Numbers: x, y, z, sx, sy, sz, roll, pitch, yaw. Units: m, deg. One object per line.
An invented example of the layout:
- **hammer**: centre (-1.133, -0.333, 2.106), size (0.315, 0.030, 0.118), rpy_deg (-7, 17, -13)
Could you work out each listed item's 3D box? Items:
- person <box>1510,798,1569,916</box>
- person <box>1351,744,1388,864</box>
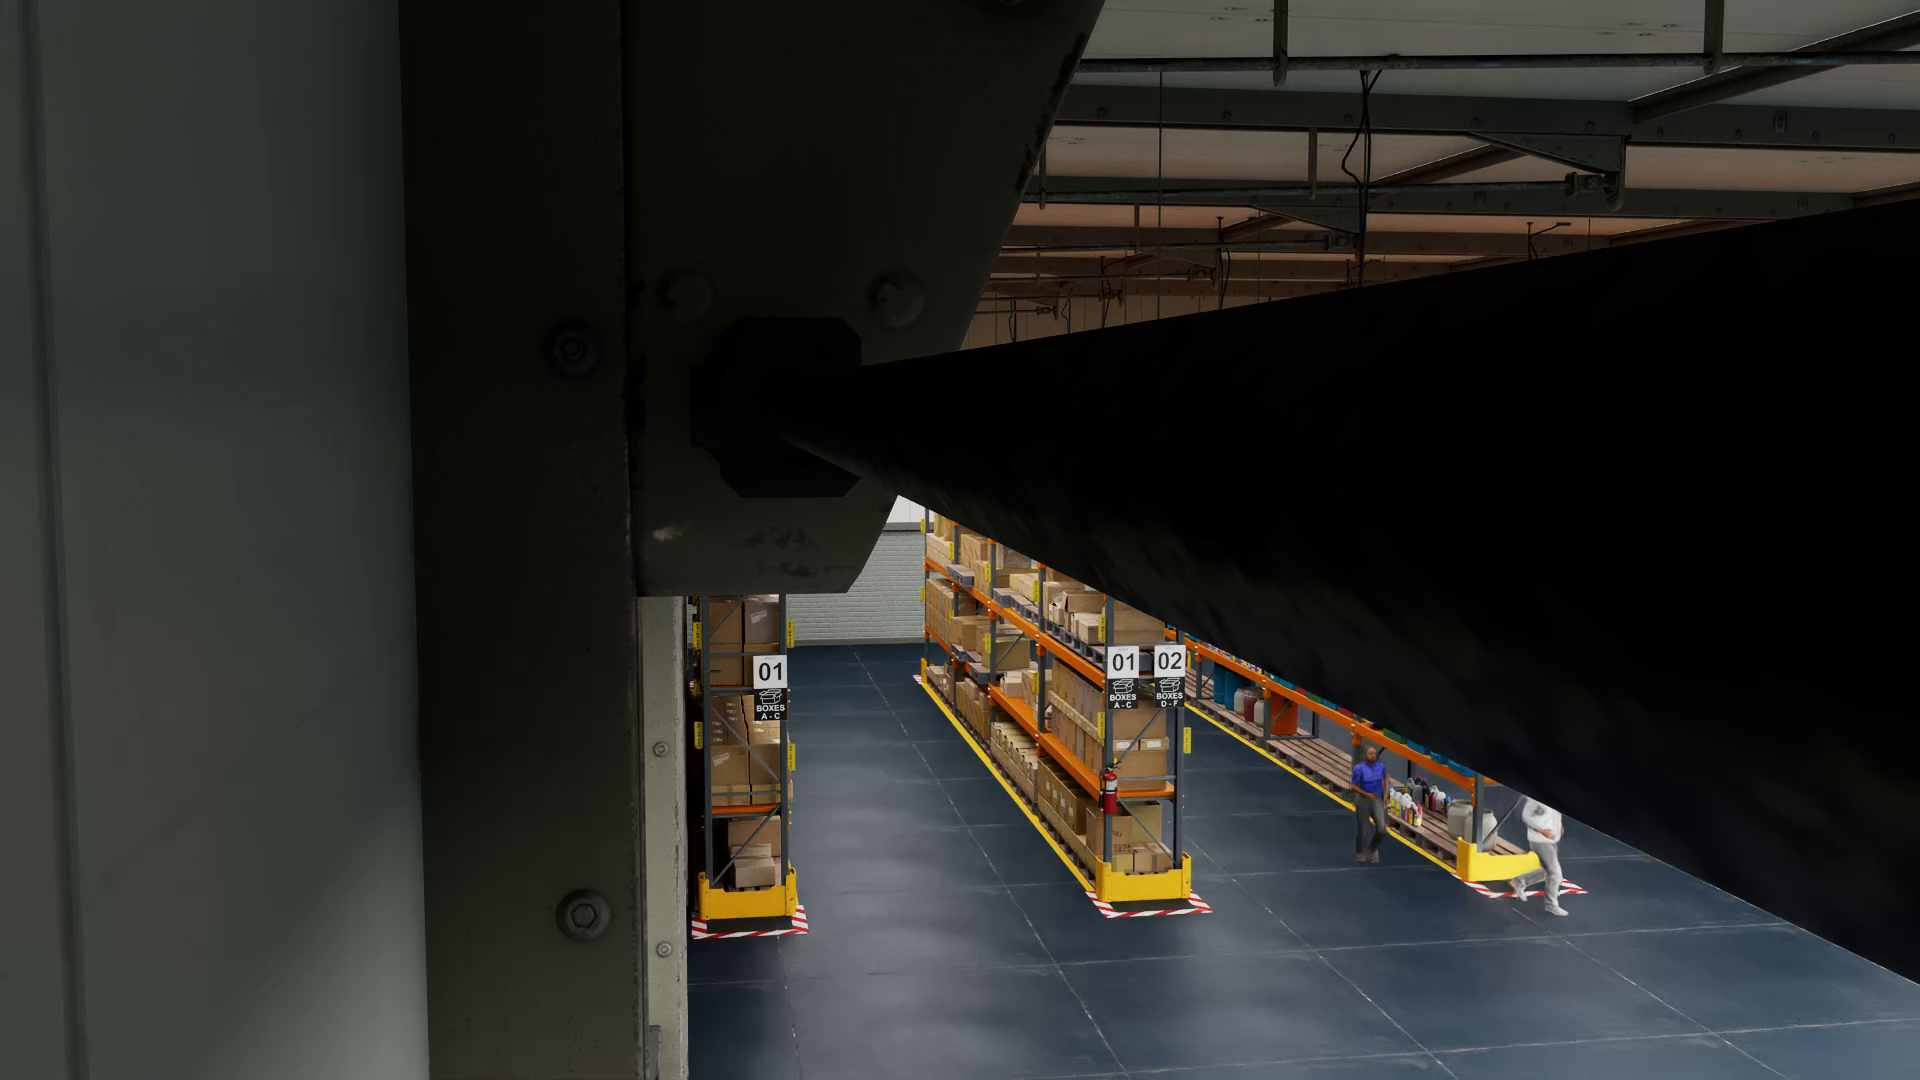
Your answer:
- **person**: centre (7.133, 3.682, 20.384), size (0.729, 1.778, 0.709), rpy_deg (4, 7, 40)
- **person**: centre (5.523, 3.556, 22.282), size (0.595, 1.643, 0.641), rpy_deg (-1, 5, -9)
